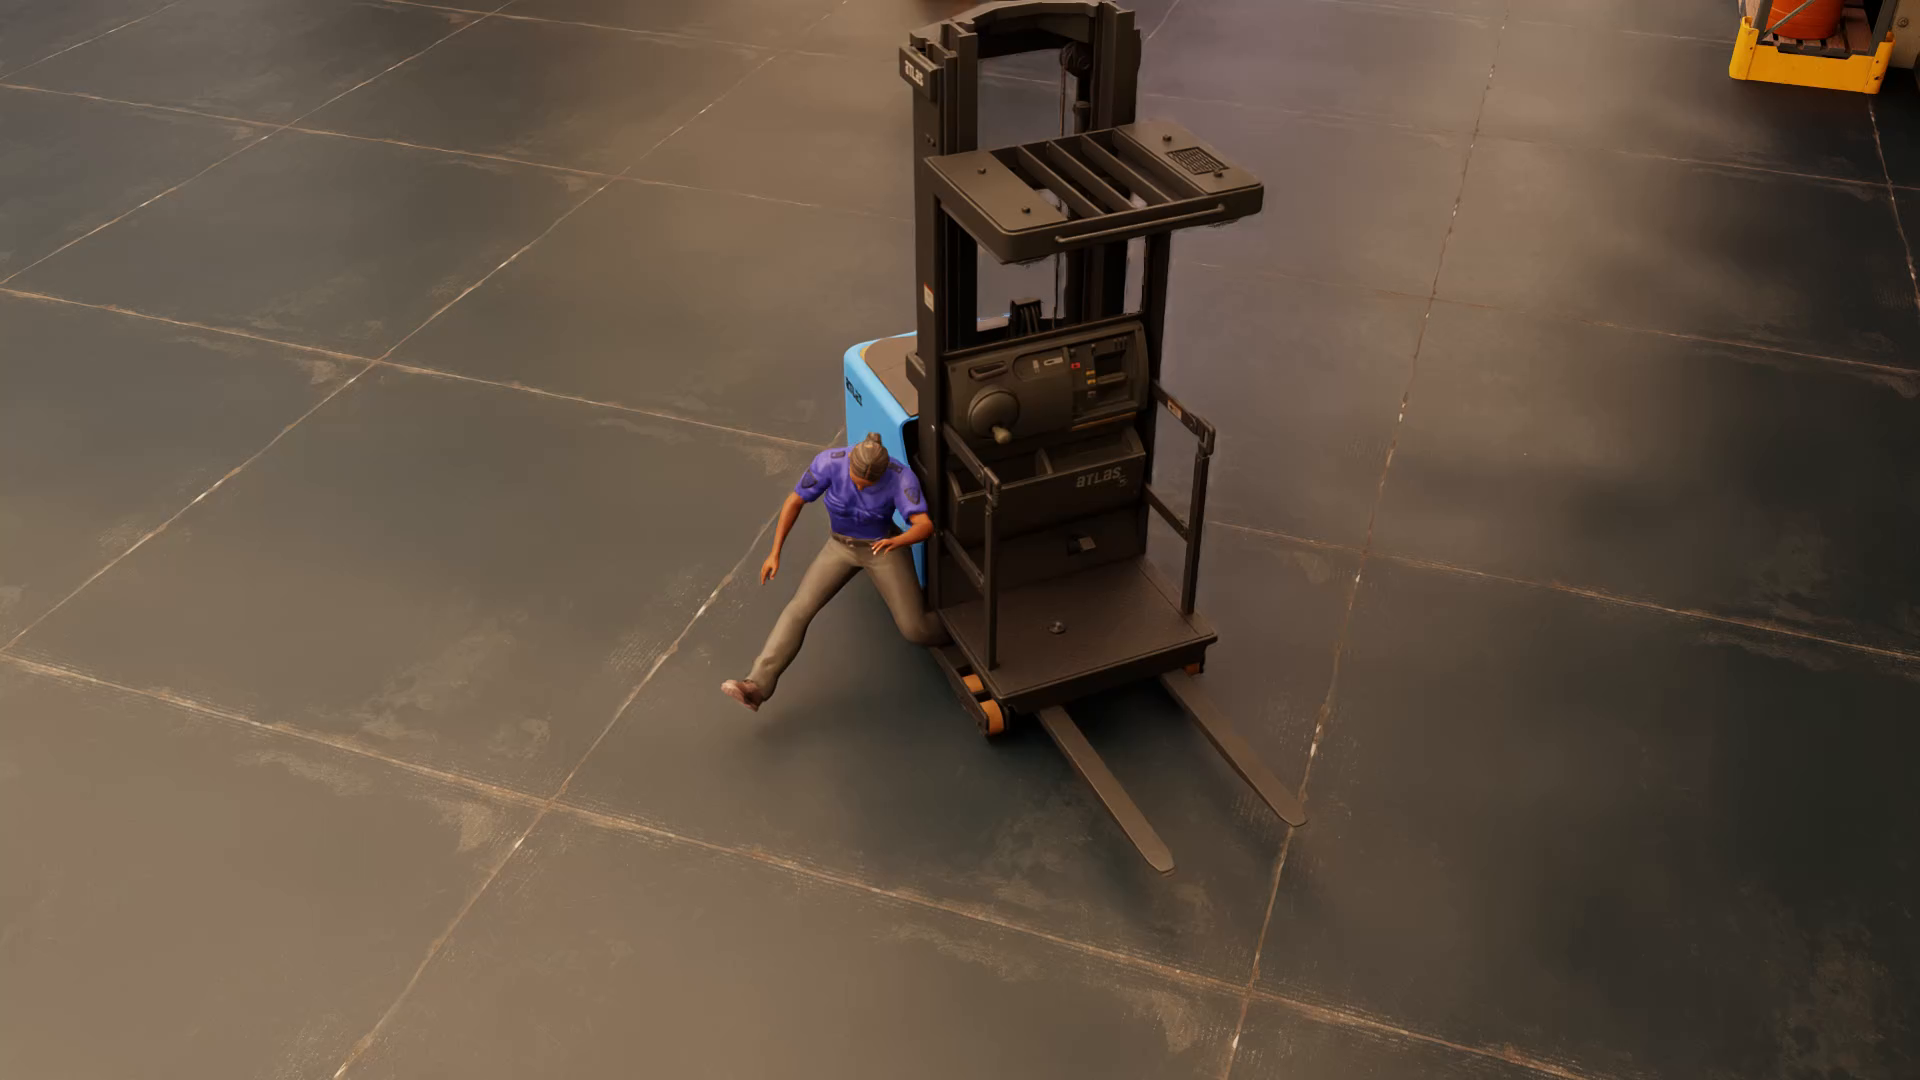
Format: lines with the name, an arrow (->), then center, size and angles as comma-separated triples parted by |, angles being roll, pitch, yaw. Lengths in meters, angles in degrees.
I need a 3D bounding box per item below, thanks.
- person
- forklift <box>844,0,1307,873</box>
person -> -0.444, 0.168, 7.261 | 0.925, 1.296, 1.065 | 11, 37, 15
forklift -> 0.474, -0.604, 6.963 | 1.130, 2.935, 3.031 | -14, 38, -19
